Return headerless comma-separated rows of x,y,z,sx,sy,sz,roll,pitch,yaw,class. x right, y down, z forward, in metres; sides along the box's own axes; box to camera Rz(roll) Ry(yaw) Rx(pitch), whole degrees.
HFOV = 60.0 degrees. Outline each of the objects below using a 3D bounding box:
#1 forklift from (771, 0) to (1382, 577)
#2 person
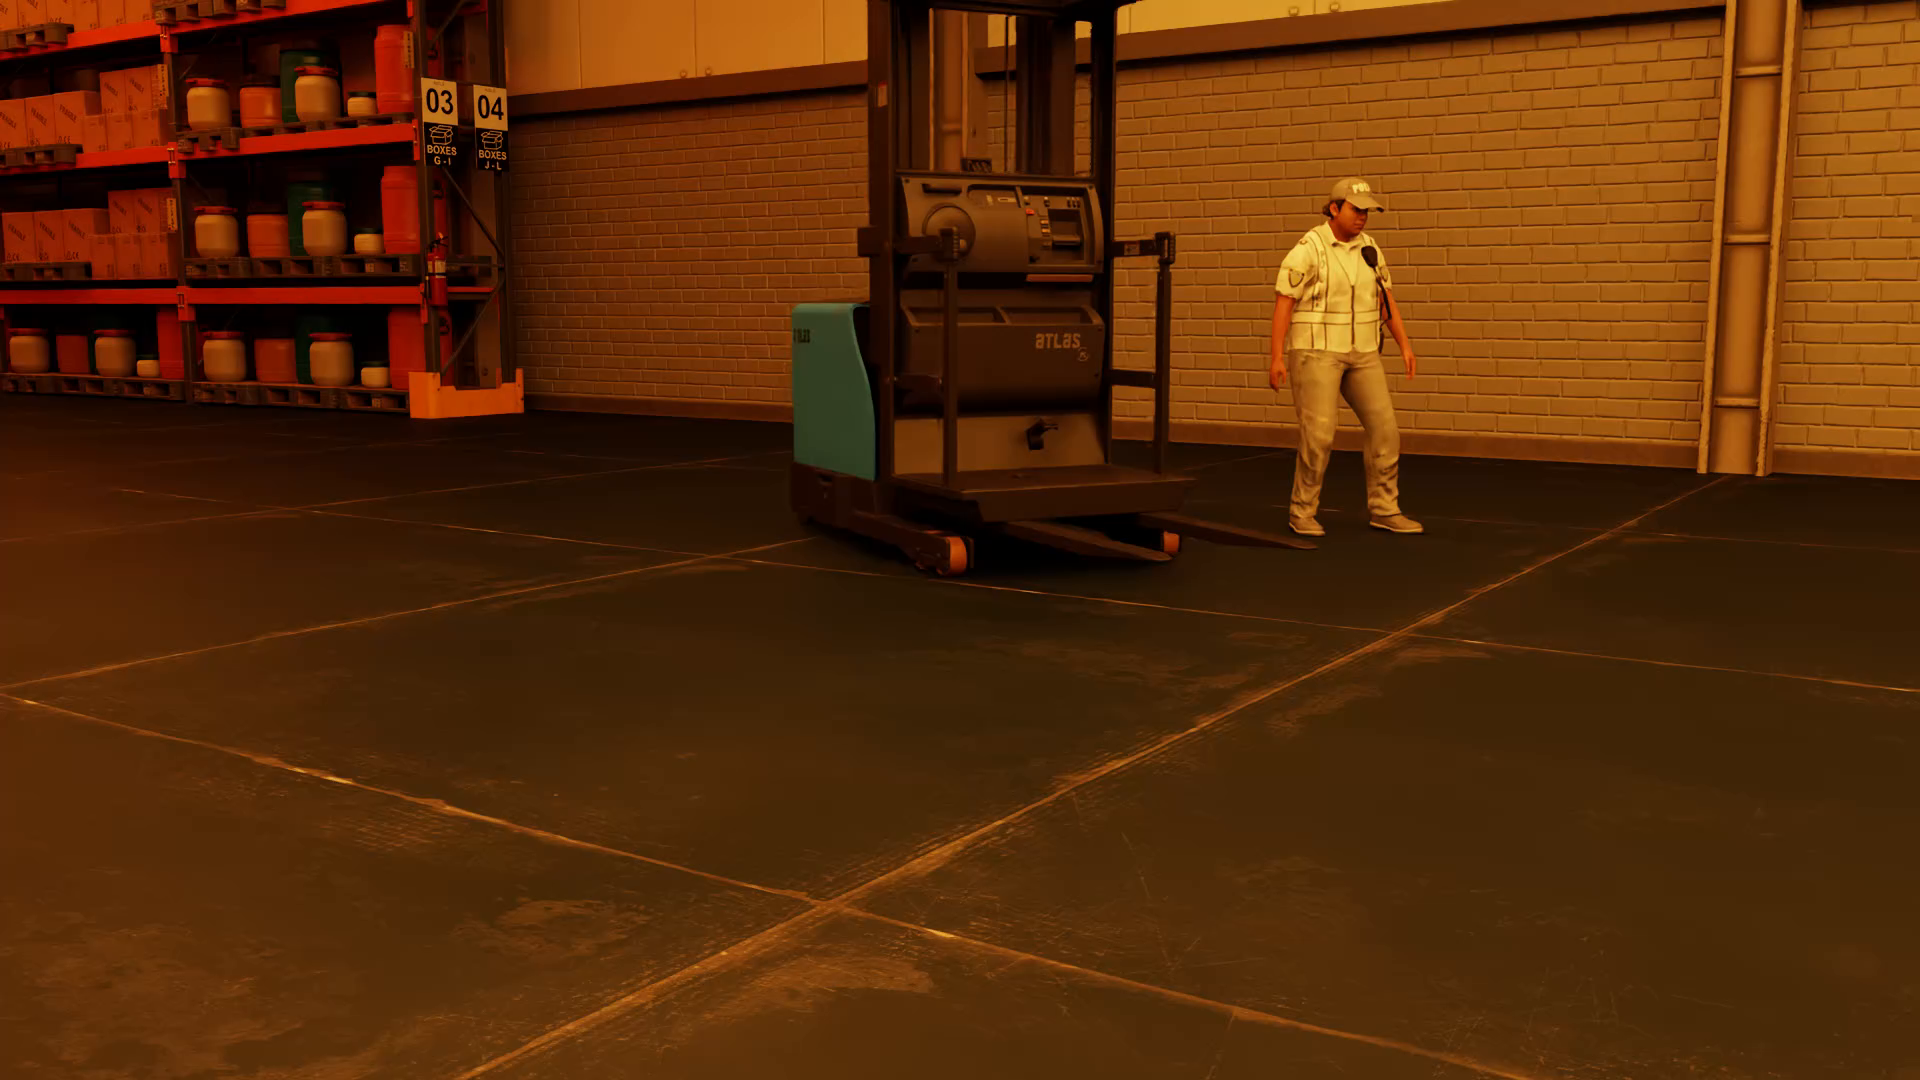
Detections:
0.377,-1.383,6.915,1.130,2.935,3.031,-6,10,-36,forklift
1.766,-0.855,7.748,0.653,1.657,0.421,-3,8,-17,person
